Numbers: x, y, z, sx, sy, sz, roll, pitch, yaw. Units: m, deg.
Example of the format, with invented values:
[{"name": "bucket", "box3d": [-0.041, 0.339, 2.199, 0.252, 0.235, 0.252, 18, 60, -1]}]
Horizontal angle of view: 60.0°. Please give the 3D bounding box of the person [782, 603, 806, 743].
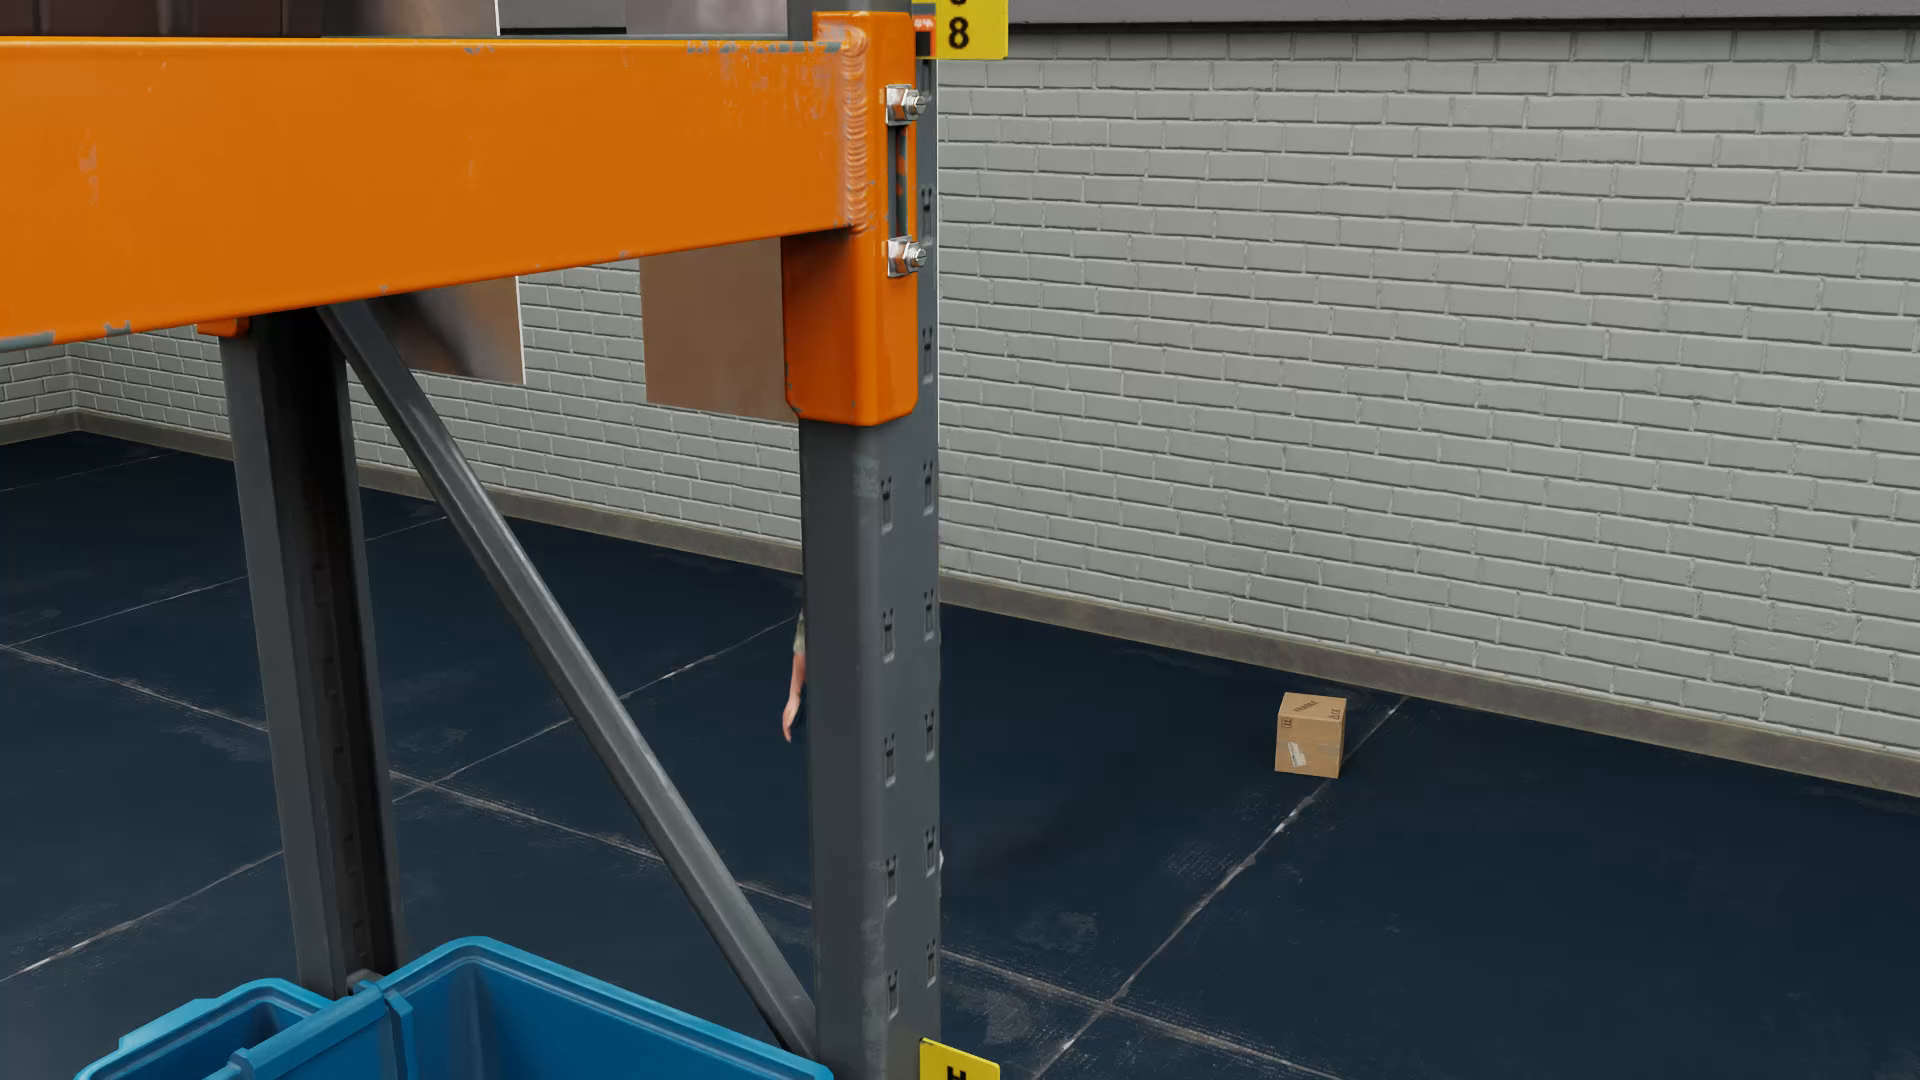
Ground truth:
[{"name": "person", "box3d": [-0.316, 0.536, 5.239, 0.405, 1.635, 0.482, 12, 20, 35]}]
